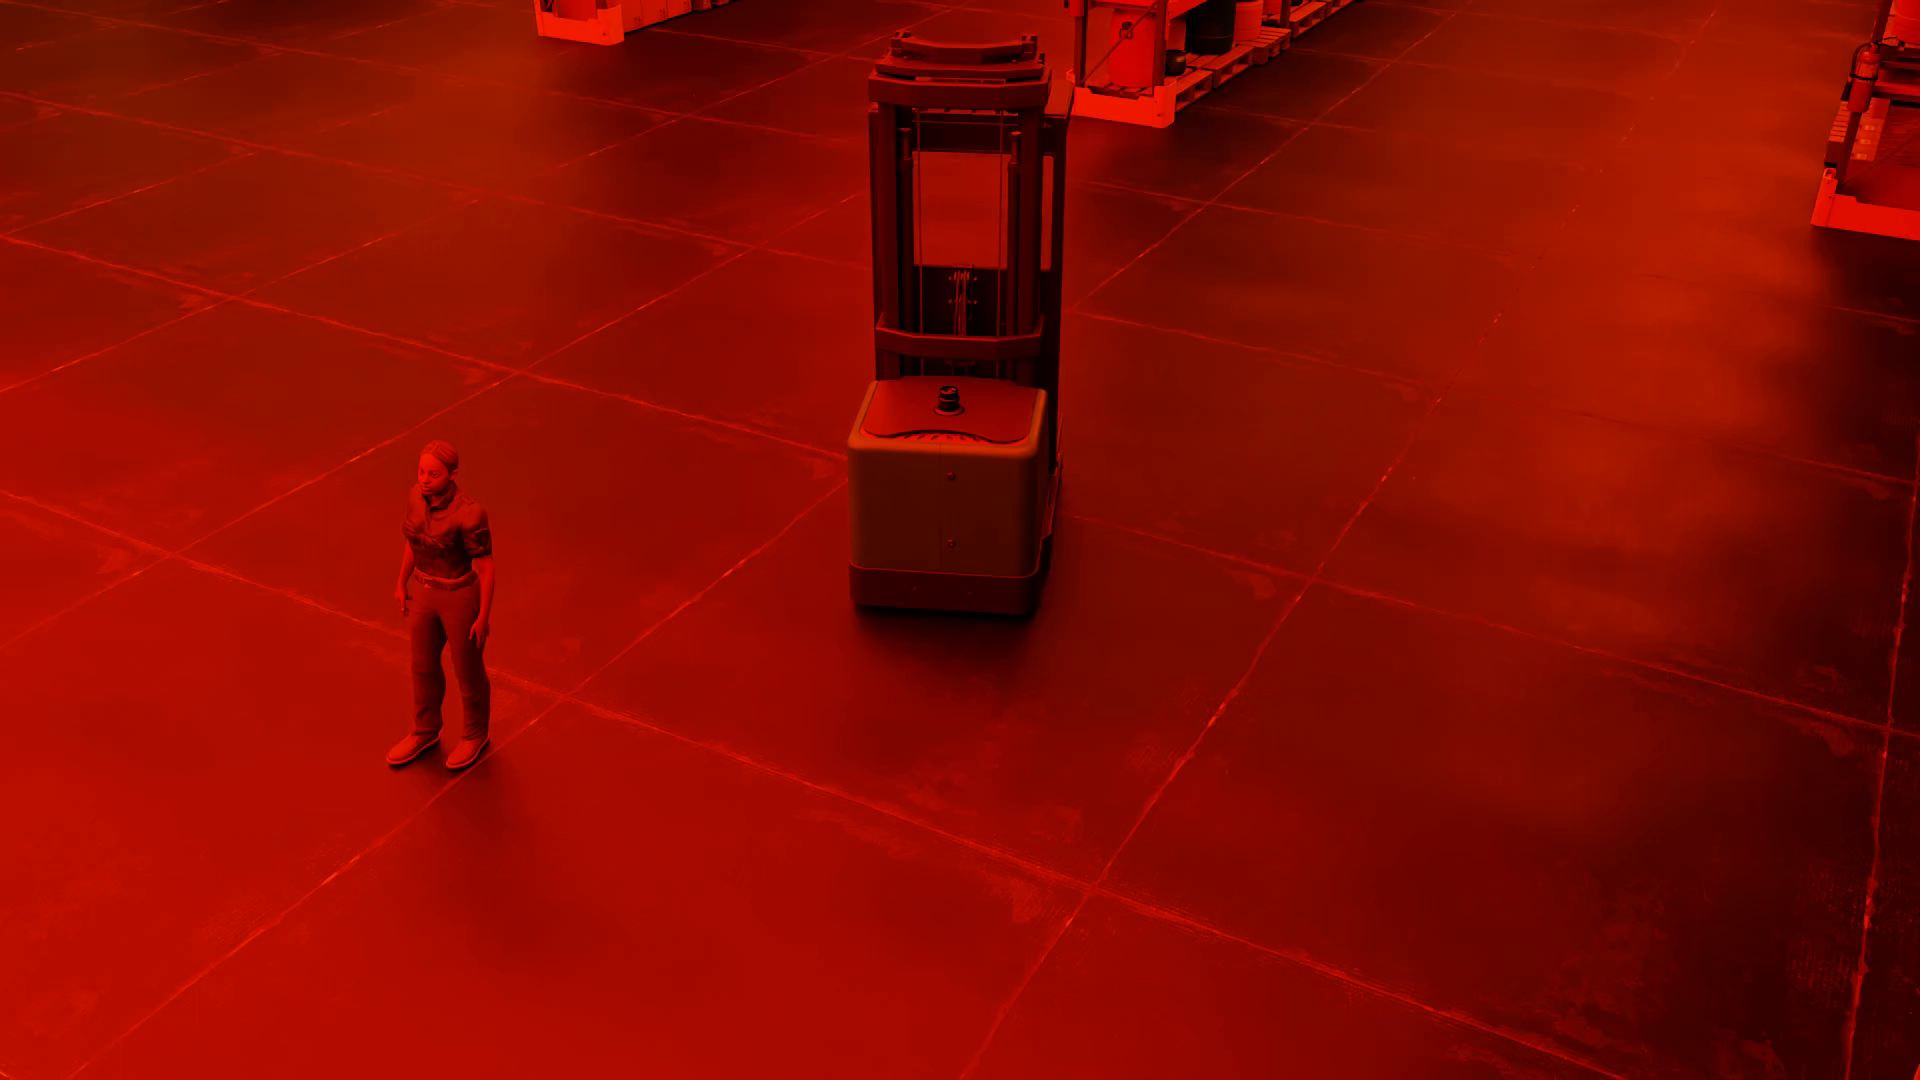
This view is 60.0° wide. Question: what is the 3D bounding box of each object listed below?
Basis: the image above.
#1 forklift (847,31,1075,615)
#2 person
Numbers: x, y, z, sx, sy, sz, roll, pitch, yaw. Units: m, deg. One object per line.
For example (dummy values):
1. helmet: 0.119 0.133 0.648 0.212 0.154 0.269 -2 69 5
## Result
1. forklift: 0.072 -1.572 9.794 1.130 2.935 3.031 3 30 6
2. person: -2.452 0.331 7.773 0.569 1.640 0.504 15 33 24
